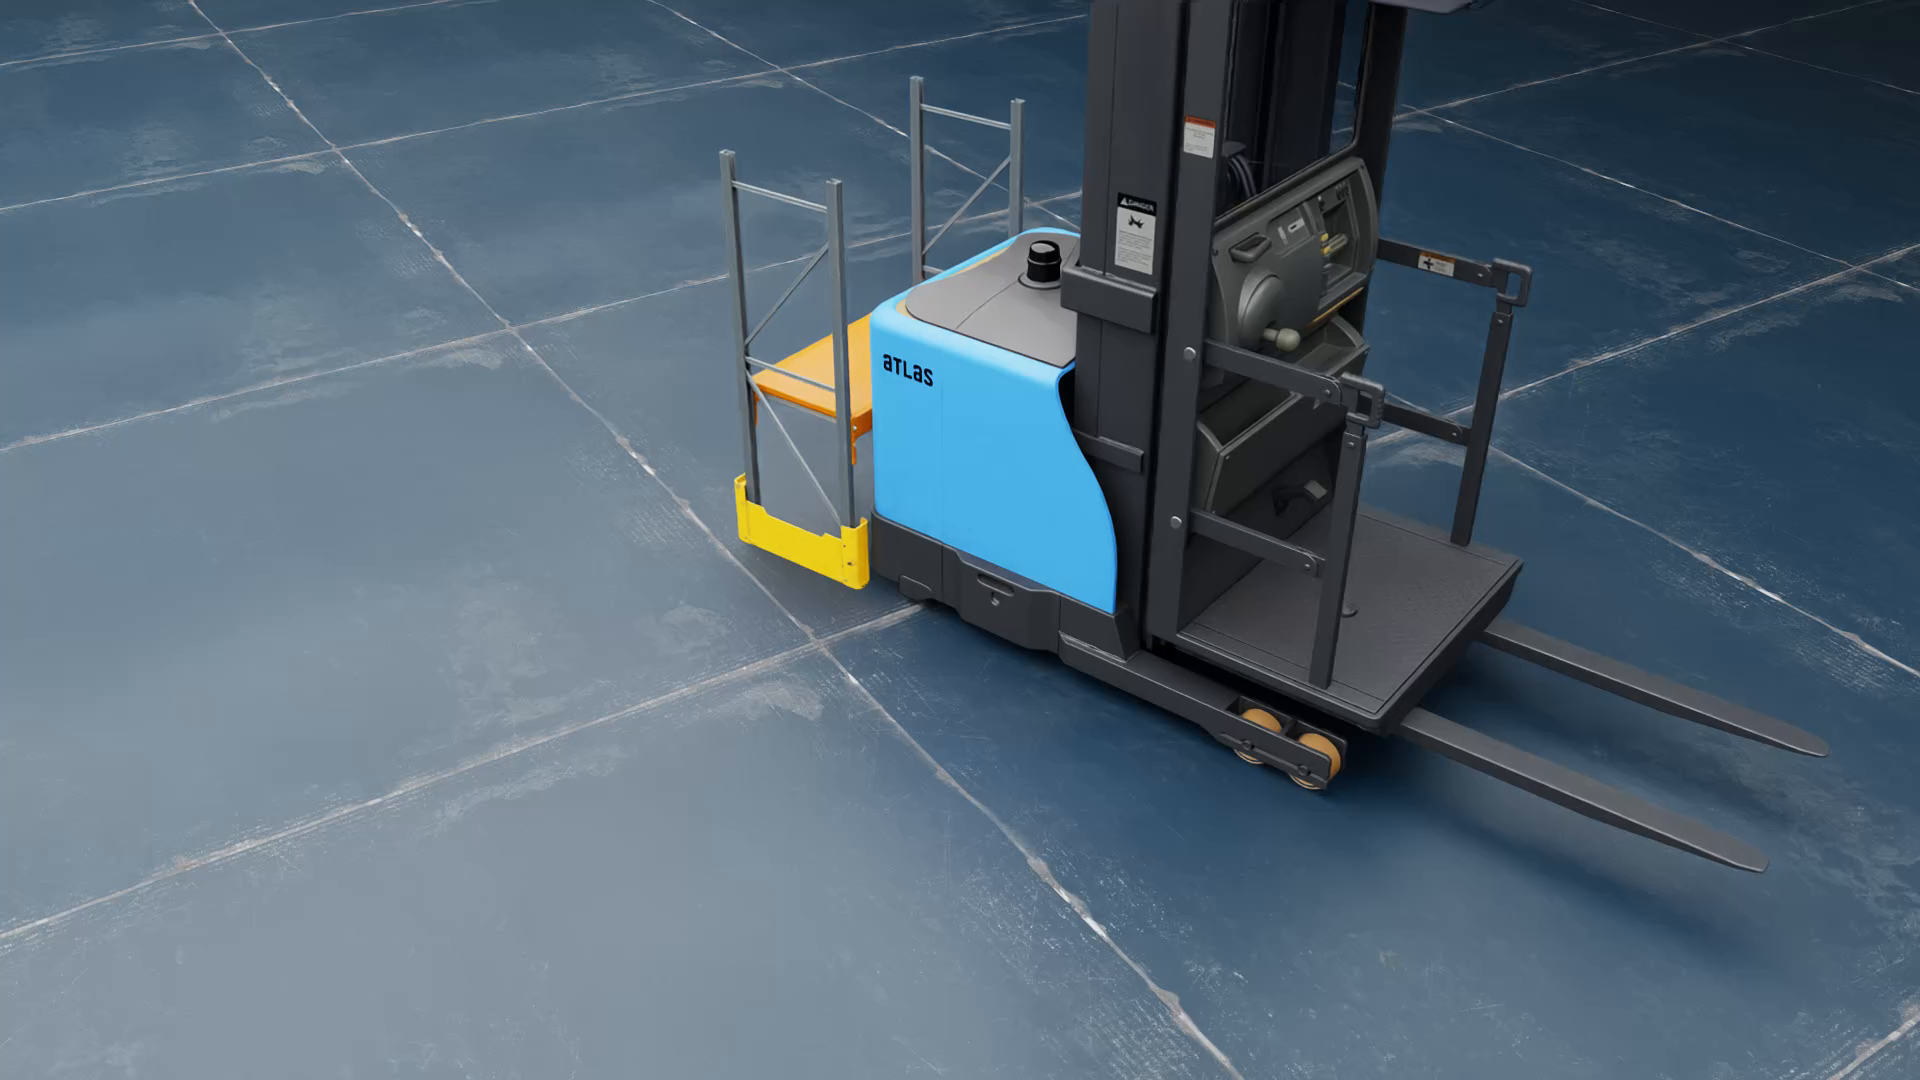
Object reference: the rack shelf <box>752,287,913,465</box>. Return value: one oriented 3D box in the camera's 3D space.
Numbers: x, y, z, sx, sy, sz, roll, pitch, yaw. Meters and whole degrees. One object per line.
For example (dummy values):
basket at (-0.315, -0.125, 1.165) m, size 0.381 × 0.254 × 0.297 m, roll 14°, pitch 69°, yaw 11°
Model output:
rack shelf at (-0.278, -0.632, 6.183) m, size 0.538 × 0.185 × 1.000 m, roll 22°, pitch 38°, yaw 30°

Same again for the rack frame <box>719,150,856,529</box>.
rack frame at (-0.580, -0.566, 5.741) m, size 0.500 × 1.500 × 0.032 m, roll 22°, pitch 38°, yaw 30°

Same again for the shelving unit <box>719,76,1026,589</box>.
shelving unit at (-0.283, -0.780, 6.080) m, size 0.587 × 1.500 × 1.083 m, roll 22°, pitch 38°, yaw 30°

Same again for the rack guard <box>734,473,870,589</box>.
rack guard at (-0.579, -0.038, 6.075) m, size 0.587 × 0.250 × 0.087 m, roll 22°, pitch 38°, yaw 30°

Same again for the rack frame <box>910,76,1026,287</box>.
rack frame at (0.024, -1.002, 6.432) m, size 0.500 × 1.500 × 0.032 m, roll 22°, pitch 38°, yaw 30°

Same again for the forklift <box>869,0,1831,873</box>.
forklift at (1.157, -0.805, 4.779) m, size 3.031 × 2.935 × 1.130 m, roll 23°, pitch 39°, yaw 32°
